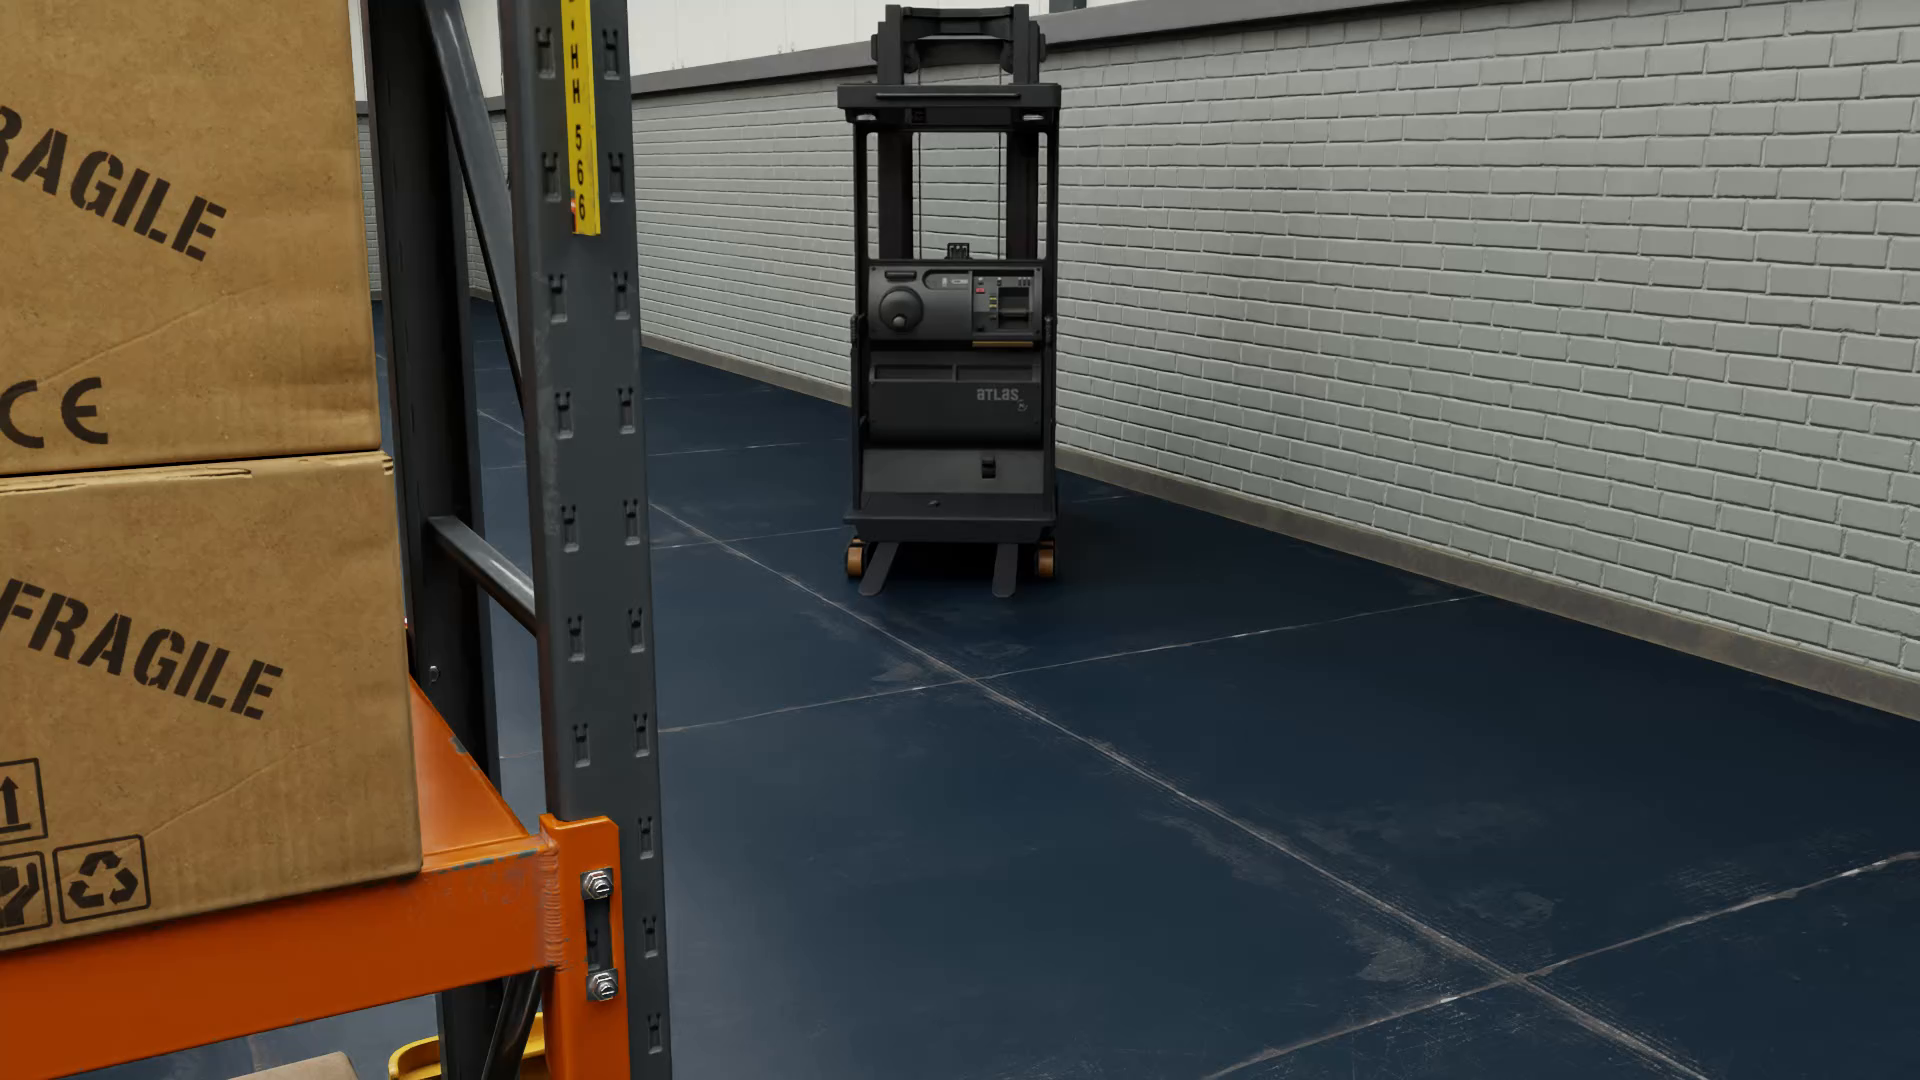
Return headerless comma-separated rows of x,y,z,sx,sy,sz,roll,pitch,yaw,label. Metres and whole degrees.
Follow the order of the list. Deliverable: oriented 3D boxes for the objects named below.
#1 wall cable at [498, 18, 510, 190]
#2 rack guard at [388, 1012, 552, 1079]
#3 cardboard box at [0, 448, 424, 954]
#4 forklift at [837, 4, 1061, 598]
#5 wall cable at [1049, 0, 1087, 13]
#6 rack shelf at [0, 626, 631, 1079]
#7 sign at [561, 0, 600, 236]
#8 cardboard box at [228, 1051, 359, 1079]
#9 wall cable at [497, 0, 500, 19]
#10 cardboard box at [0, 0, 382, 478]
-7.401,-6.639,25.685,0.112,2.526,3.097,-7,14,-28,wall cable
-0.647,1.290,2.739,0.348,0.500,1.175,-7,14,-28,rack guard
-0.964,0.126,1.991,0.500,0.500,0.500,-7,14,-28,cardboard box
-0.032,-1.293,8.681,1.130,2.935,3.031,1,13,3,forklift
1.198,-6.264,9.620,0.120,5.999,2.277,-7,14,-28,wall cable
-2.423,0.634,1.598,4.000,0.370,1.077,-7,14,-28,rack shelf
-0.420,-0.502,1.829,0.005,0.325,0.100,-7,14,-28,sign
-1.199,1.207,2.295,0.875,0.438,0.875,-7,15,-30,cardboard box
-6.104,-8.581,22.814,0.112,2.526,3.097,-7,14,-28,wall cable
-0.977,-0.367,1.904,0.500,0.500,0.500,-6,14,-26,cardboard box
